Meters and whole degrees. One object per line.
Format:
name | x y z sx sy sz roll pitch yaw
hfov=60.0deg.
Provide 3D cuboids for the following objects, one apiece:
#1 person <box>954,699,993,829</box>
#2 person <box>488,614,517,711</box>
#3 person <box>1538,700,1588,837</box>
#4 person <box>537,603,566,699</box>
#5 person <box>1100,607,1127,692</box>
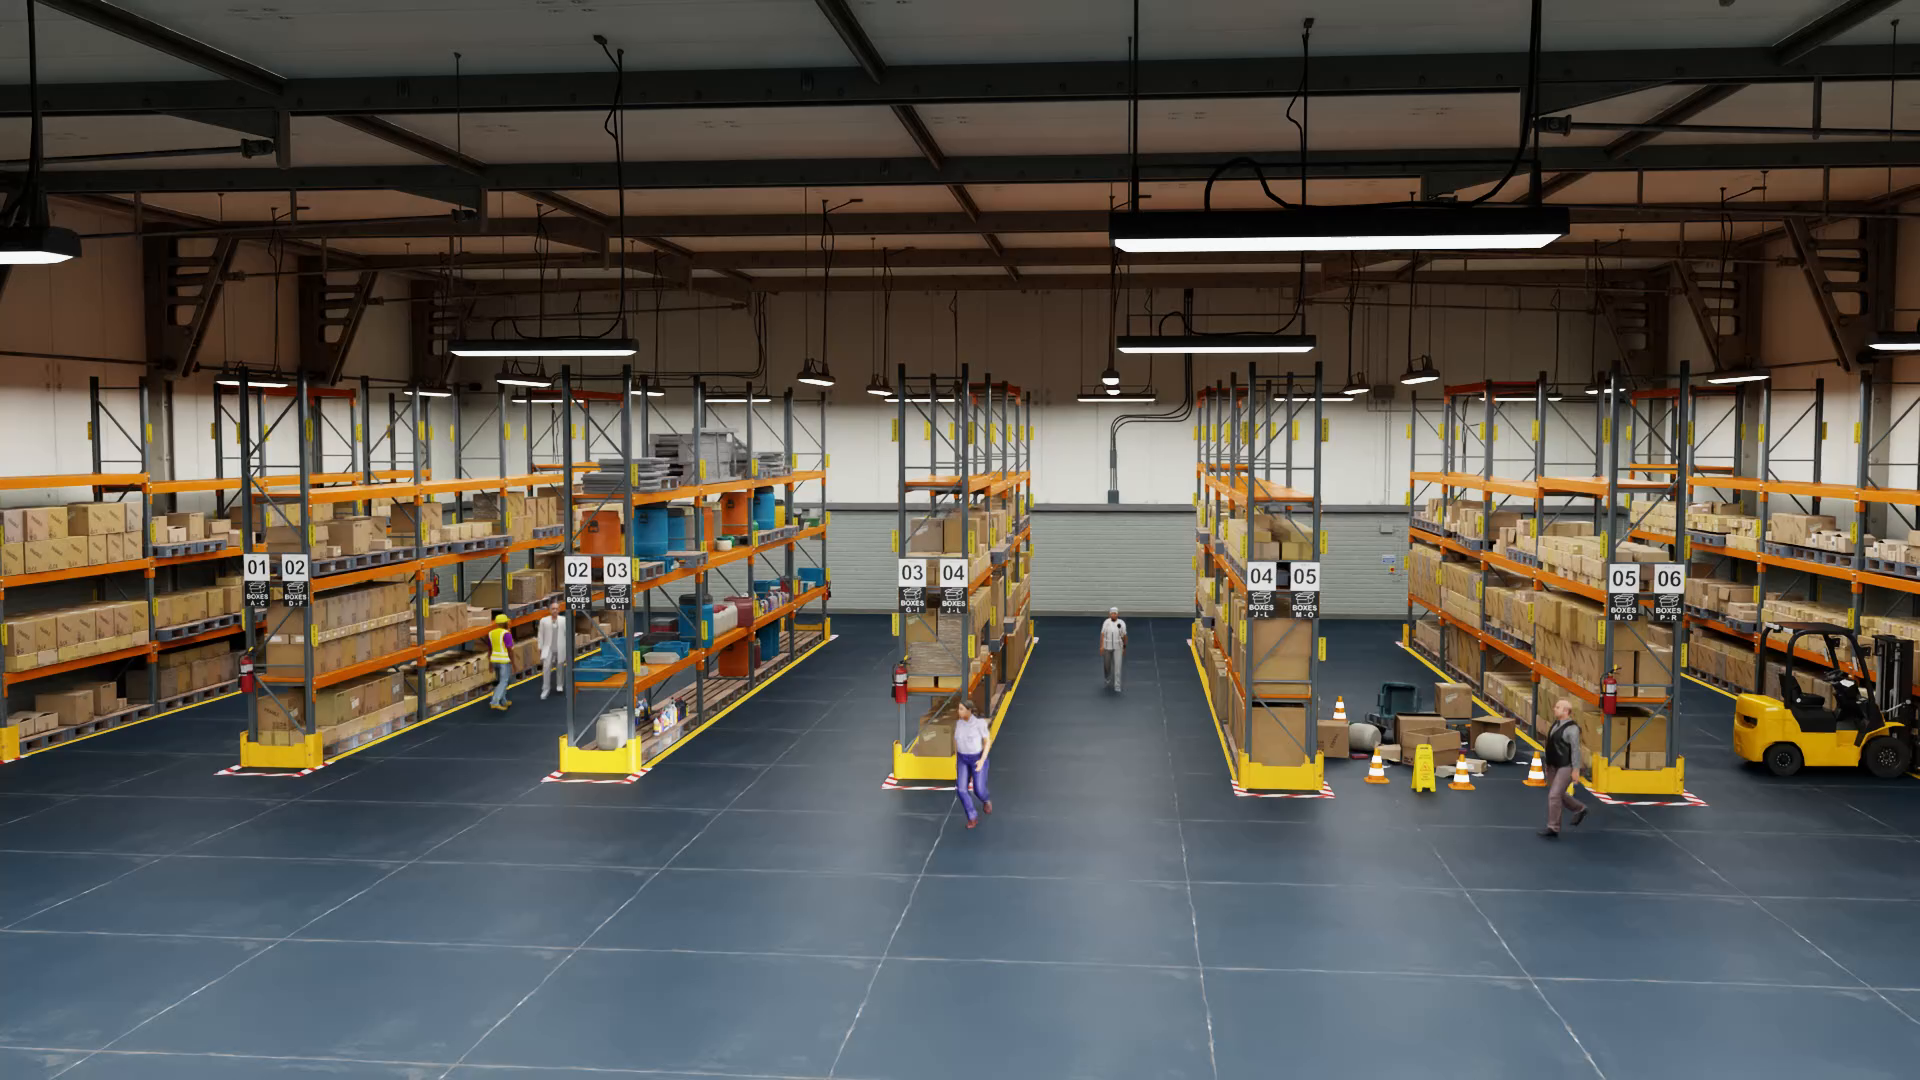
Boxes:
person | 0.171 2.840 21.280 0.537 1.619 0.578 2 4 28
person | -8.255 2.211 29.948 0.624 1.748 0.936 2 4 23
person | 7.538 2.824 20.664 0.919 1.692 0.533 -2 4 -23
person | -7.723 2.081 31.681 0.679 1.746 1.036 0 4 -7
person | 2.992 2.100 32.421 0.523 1.602 1.043 0 4 5
